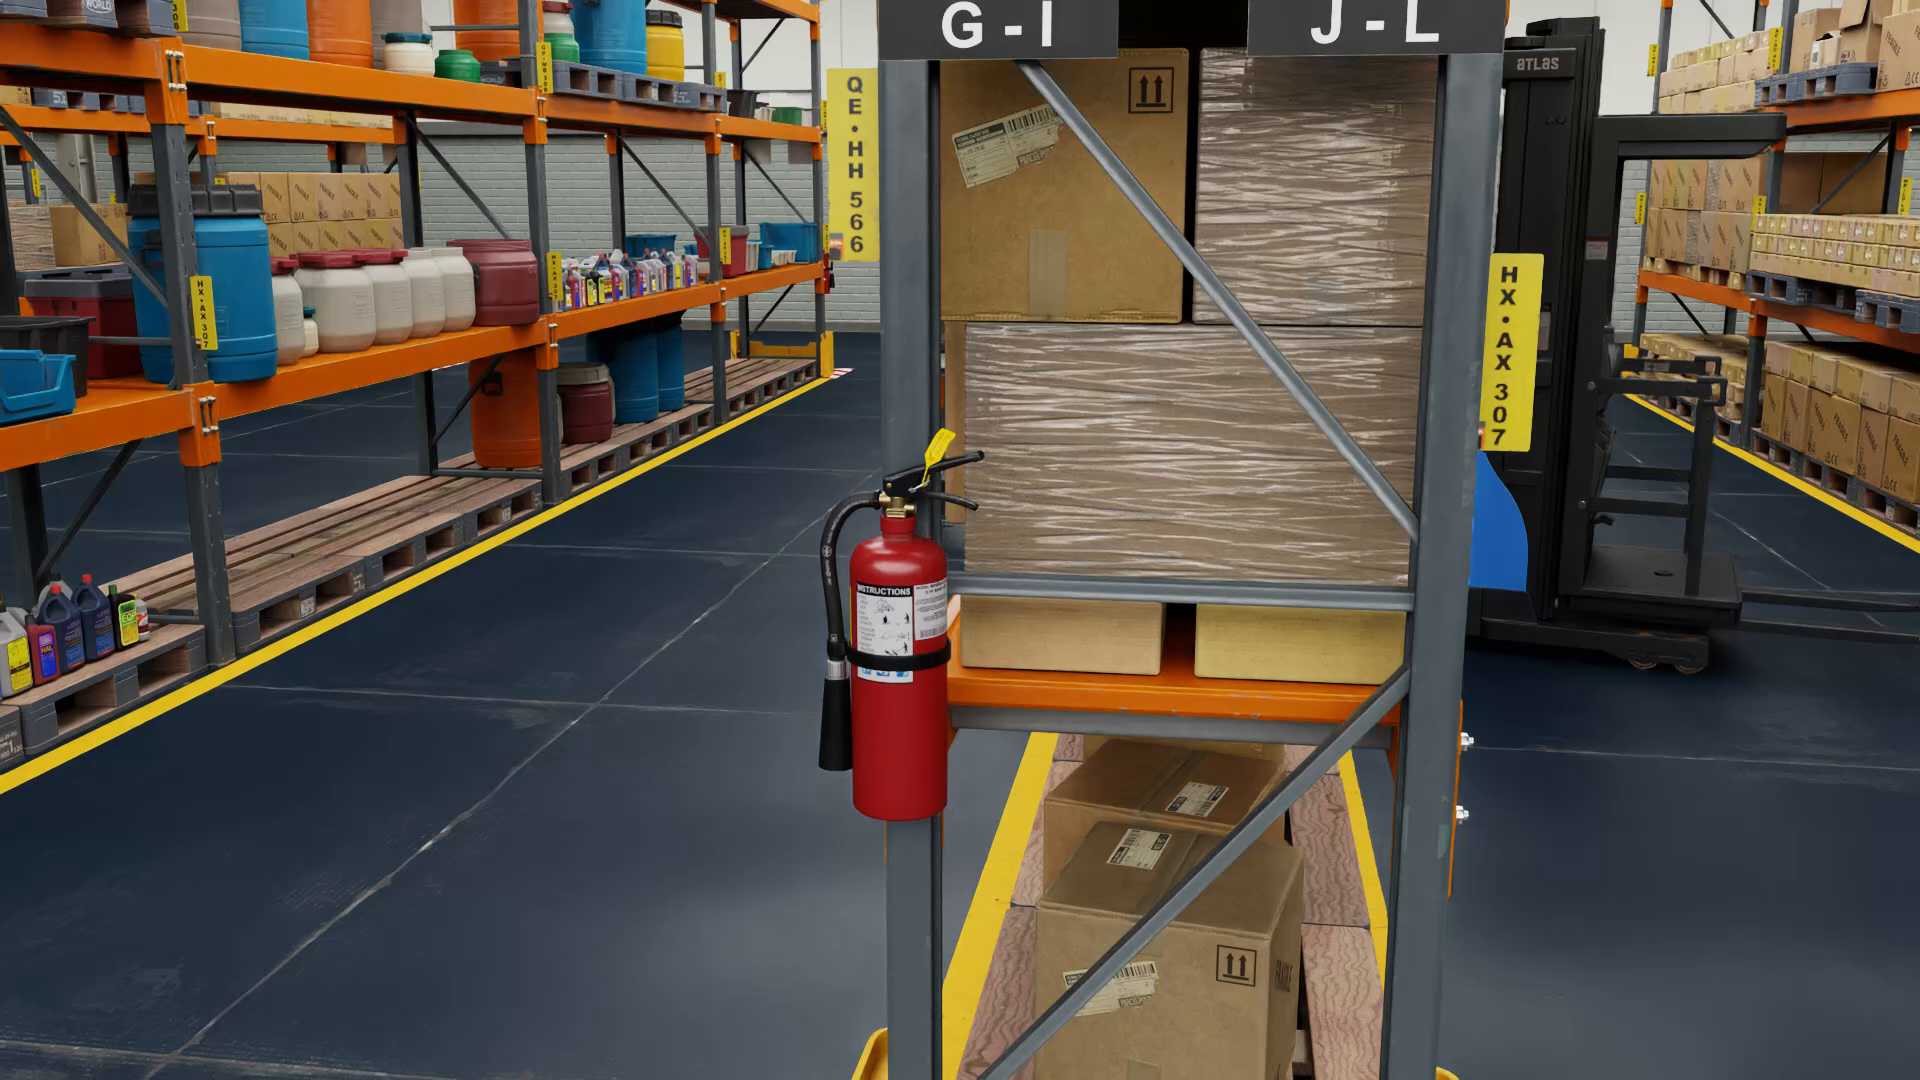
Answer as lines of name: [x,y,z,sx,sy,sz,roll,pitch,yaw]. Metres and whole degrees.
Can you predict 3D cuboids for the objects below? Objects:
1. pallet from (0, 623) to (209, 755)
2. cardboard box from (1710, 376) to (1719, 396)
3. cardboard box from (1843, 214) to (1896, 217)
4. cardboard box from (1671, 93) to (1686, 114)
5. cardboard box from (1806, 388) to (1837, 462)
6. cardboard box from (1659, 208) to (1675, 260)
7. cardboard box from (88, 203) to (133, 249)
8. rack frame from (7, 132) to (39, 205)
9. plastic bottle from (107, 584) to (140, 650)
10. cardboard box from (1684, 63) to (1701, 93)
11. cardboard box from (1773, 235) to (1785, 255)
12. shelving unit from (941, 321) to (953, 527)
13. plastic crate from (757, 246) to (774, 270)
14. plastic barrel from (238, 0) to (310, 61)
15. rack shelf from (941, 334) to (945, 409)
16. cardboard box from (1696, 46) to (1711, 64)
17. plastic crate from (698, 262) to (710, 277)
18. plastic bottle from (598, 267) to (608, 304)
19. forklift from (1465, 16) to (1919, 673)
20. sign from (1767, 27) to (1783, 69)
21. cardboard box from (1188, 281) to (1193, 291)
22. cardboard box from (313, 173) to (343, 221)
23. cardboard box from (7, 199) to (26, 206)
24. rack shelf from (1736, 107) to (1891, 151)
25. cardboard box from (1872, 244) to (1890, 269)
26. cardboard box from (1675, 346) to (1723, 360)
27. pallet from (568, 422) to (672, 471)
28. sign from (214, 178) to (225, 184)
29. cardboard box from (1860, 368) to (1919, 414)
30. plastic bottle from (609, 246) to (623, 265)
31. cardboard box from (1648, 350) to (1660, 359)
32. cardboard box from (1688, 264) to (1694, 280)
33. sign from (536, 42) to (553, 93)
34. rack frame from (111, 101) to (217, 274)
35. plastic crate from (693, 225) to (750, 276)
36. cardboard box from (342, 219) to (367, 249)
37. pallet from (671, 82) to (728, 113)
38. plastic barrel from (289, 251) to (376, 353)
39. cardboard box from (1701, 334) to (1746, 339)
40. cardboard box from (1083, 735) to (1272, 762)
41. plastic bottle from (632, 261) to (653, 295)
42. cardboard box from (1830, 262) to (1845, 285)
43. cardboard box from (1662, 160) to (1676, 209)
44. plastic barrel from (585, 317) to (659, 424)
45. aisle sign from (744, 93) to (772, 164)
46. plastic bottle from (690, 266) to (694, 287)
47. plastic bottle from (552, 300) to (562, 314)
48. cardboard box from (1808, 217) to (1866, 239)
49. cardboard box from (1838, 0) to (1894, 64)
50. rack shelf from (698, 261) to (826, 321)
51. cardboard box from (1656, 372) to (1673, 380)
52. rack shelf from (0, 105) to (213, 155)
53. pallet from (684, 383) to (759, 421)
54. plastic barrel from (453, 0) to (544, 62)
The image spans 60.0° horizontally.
pallet: [-4.057,0.605,7.185,1.003,0.211,1.213,2,12,9]
cardboard box: [6.885,-1.366,14.775,0.380,0.149,0.250,1,12,7]
cardboard box: [7.229,-2.503,13.176,0.380,0.149,0.250,2,12,11]
cardboard box: [7.306,-4.251,16.334,0.500,0.250,0.500,2,12,10]
cardboard box: [6.575,-0.838,12.199,0.500,0.500,0.500,2,12,10]
cardboard box: [7.313,-3.050,16.582,0.500,0.500,0.500,2,12,9]
cardboard box: [-7.870,-2.886,15.531,0.700,0.500,0.500,-2,12,-10]
rack frame: [-11.856,-3.716,20.615,1.000,3.000,0.127,2,12,9]
plastic bottle: [-3.661,0.327,7.260,0.061,0.283,0.133,3,12,11]
cardboard box: [7.219,-4.393,15.809,0.500,0.250,0.500,2,12,9]
cardboard box: [6.505,-2.273,12.813,0.380,0.149,0.250,2,12,10]
shelving unit: [0.025,-1.061,10.432,0.431,2.100,0.503,2,12,9]
plastic crate: [-2.129,-2.906,17.114,0.416,0.233,0.300,2,12,9]
plastic barrel: [-3.848,-2.993,8.953,0.600,0.901,0.708,2,12,9]
rack shelf: [0.025,-1.048,10.435,0.431,0.518,0.480,2,12,9]
cardboard box: [7.159,-4.559,15.629,0.380,0.149,0.250,2,12,10]
plastic crate: [-2.469,-2.555,15.711,0.396,0.136,0.243,2,12,9]
plastic bottle: [-2.739,-1.941,12.687,0.097,0.271,0.097,0,12,0]
forklift: [3.296,-0.946,7.928,3.031,2.935,1.130,5,13,22]
sign: [6.560,-3.955,13.377,0.100,0.325,0.005,2,12,9]
cardboard box: [0.556,-0.422,4.388,0.875,0.500,0.500,2,12,9]
cardboard box: [-6.989,-3.672,17.801,0.500,0.500,0.500,2,12,10]
cardboard box: [-11.925,-3.756,20.089,0.980,0.700,0.700,2,12,11]
rack shelf: [7.405,-3.751,15.365,1.077,0.370,4.000,2,12,9]
cardboard box: [6.185,-1.843,10.819,0.380,0.149,0.250,2,12,10]
cardboard box: [7.113,-1.782,16.001,0.380,0.149,0.250,2,12,10]
pallet: [-3.027,-0.785,13.634,1.003,0.211,1.213,2,12,9]
sign: [-7.027,-3.272,15.808,0.100,0.325,0.005,2,12,9]
cardboard box: [6.395,-0.993,11.139,0.500,0.250,0.500,2,12,9]
plastic bottle: [-3.063,-2.467,14.936,0.144,0.351,0.185,2,12,9]
cardboard box: [7.280,-1.854,17.038,0.380,0.149,0.250,2,12,8]
cardboard box: [7.149,-2.546,15.786,0.380,0.149,0.250,2,12,11]
sign: [-2.753,-3.128,11.017,0.100,0.325,0.005,2,12,9]
rack frame: [-7.576,-2.723,16.010,1.000,3.000,0.127,2,12,9]
plastic crate: [-2.297,-2.800,16.073,0.402,0.464,0.583,2,12,9]
cardboard box: [-6.919,-3.291,18.407,0.500,0.500,0.500,2,12,9]
pallet: [-2.706,-3.770,14.193,1.213,0.211,1.003,2,12,9]
plastic barrel: [-3.436,-1.308,9.119,0.433,0.535,0.433,0,12,0]
cardboard box: [7.881,-2.036,17.181,0.380,0.149,0.250,2,12,9]
cardboard box: [0.652,0.728,4.930,0.500,0.500,0.500,3,13,14]
plastic bottle: [-2.613,-2.152,13.651,0.152,0.276,0.135,2,12,9]
cardboard box: [6.306,-1.854,11.576,0.380,0.149,0.250,2,12,10]
cardboard box: [7.310,-3.545,16.508,0.500,0.500,0.500,2,12,10]
plastic barrel: [-2.892,-1.481,14.231,0.600,0.901,0.708,2,12,9]
aisle sign: [-2.349,-4.690,18.965,0.394,0.787,0.004,2,12,9]
plastic bottle: [-2.414,-2.347,14.737,0.097,0.201,0.097,0,12,0]
plastic bottle: [-2.911,-1.748,11.780,0.152,0.276,0.135,2,12,9]
cardboard box: [6.384,-2.257,12.033,0.380,0.149,0.250,2,12,11]
cardboard box: [6.730,-3.625,11.830,0.797,0.503,0.637,2,12,8]
rack shelf: [-2.375,-2.627,17.269,1.077,0.370,4.000,2,12,9]
cardboard box: [7.177,-1.607,16.599,0.380,0.149,0.250,2,12,9]
rack shelf: [-7.884,-3.422,13.838,1.077,0.370,4.000,2,12,9]
pallet: [-2.607,-1.353,16.271,1.003,0.211,1.213,2,12,9]
plastic barrel: [-3.207,-3.729,11.540,0.600,0.830,0.708,2,12,9]
